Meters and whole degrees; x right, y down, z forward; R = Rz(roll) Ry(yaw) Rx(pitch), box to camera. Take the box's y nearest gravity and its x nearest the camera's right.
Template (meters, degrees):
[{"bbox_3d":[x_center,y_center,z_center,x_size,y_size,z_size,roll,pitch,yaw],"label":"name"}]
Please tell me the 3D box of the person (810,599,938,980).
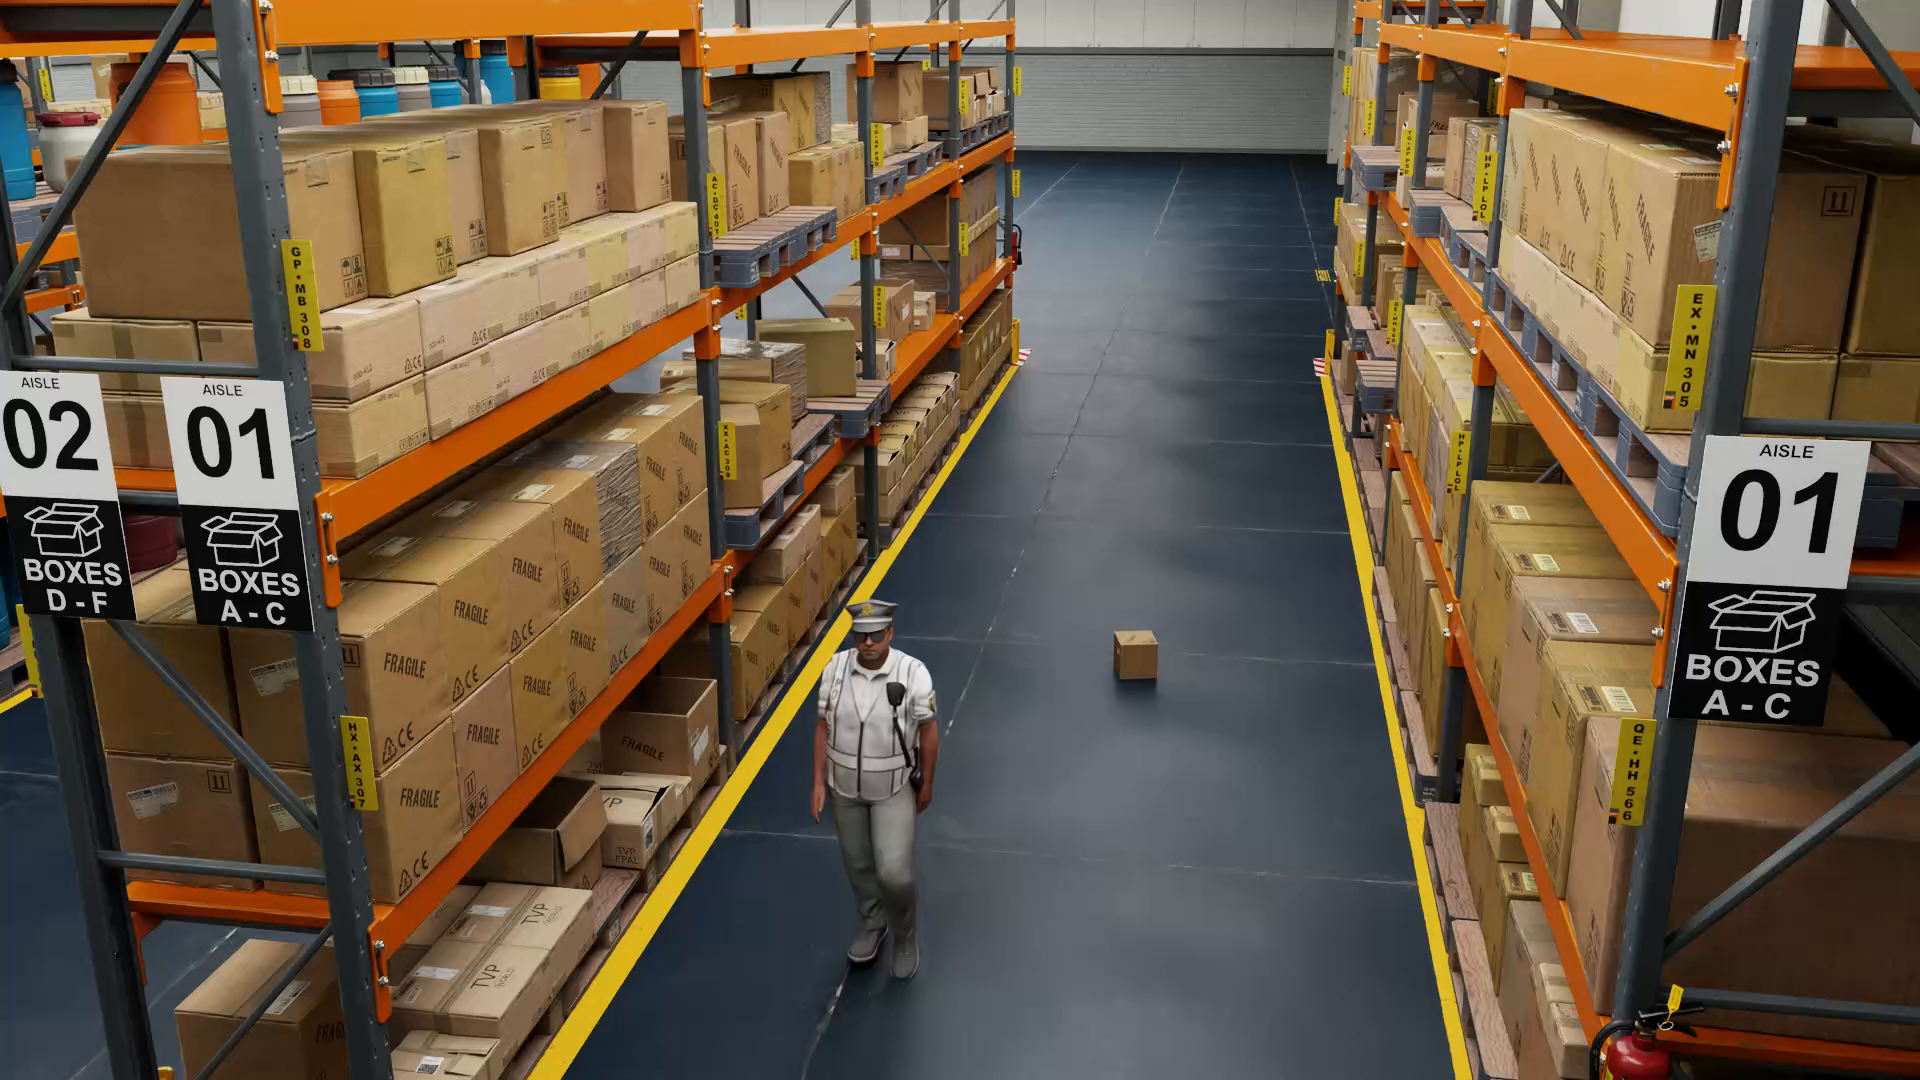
[{"bbox_3d":[-0.400,1.133,7.476,0.544,1.820,0.479,5,18,14],"label":"person"}]
